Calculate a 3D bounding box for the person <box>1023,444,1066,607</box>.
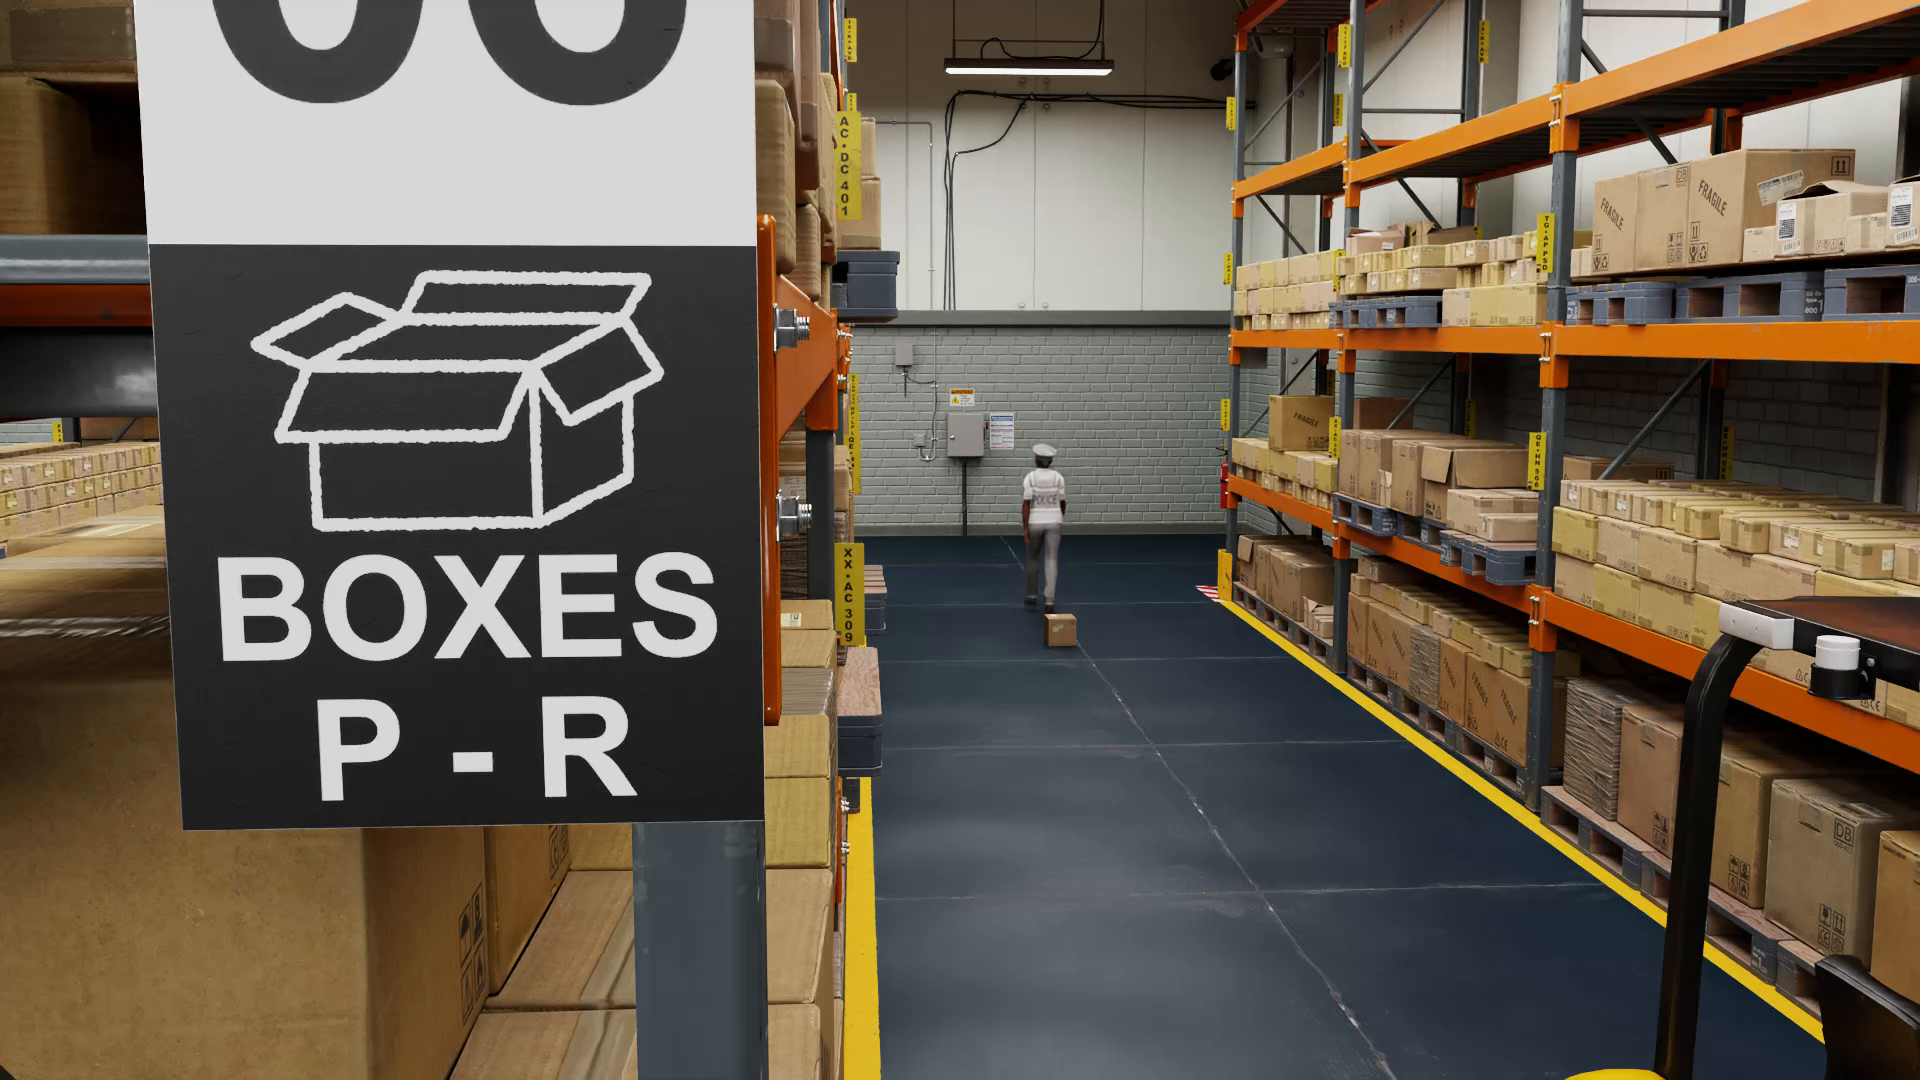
[{"bbox_3d":[0.851,-0.170,16.907,0.441,1.622,1.019,0,7,0],"label":"person"}]
